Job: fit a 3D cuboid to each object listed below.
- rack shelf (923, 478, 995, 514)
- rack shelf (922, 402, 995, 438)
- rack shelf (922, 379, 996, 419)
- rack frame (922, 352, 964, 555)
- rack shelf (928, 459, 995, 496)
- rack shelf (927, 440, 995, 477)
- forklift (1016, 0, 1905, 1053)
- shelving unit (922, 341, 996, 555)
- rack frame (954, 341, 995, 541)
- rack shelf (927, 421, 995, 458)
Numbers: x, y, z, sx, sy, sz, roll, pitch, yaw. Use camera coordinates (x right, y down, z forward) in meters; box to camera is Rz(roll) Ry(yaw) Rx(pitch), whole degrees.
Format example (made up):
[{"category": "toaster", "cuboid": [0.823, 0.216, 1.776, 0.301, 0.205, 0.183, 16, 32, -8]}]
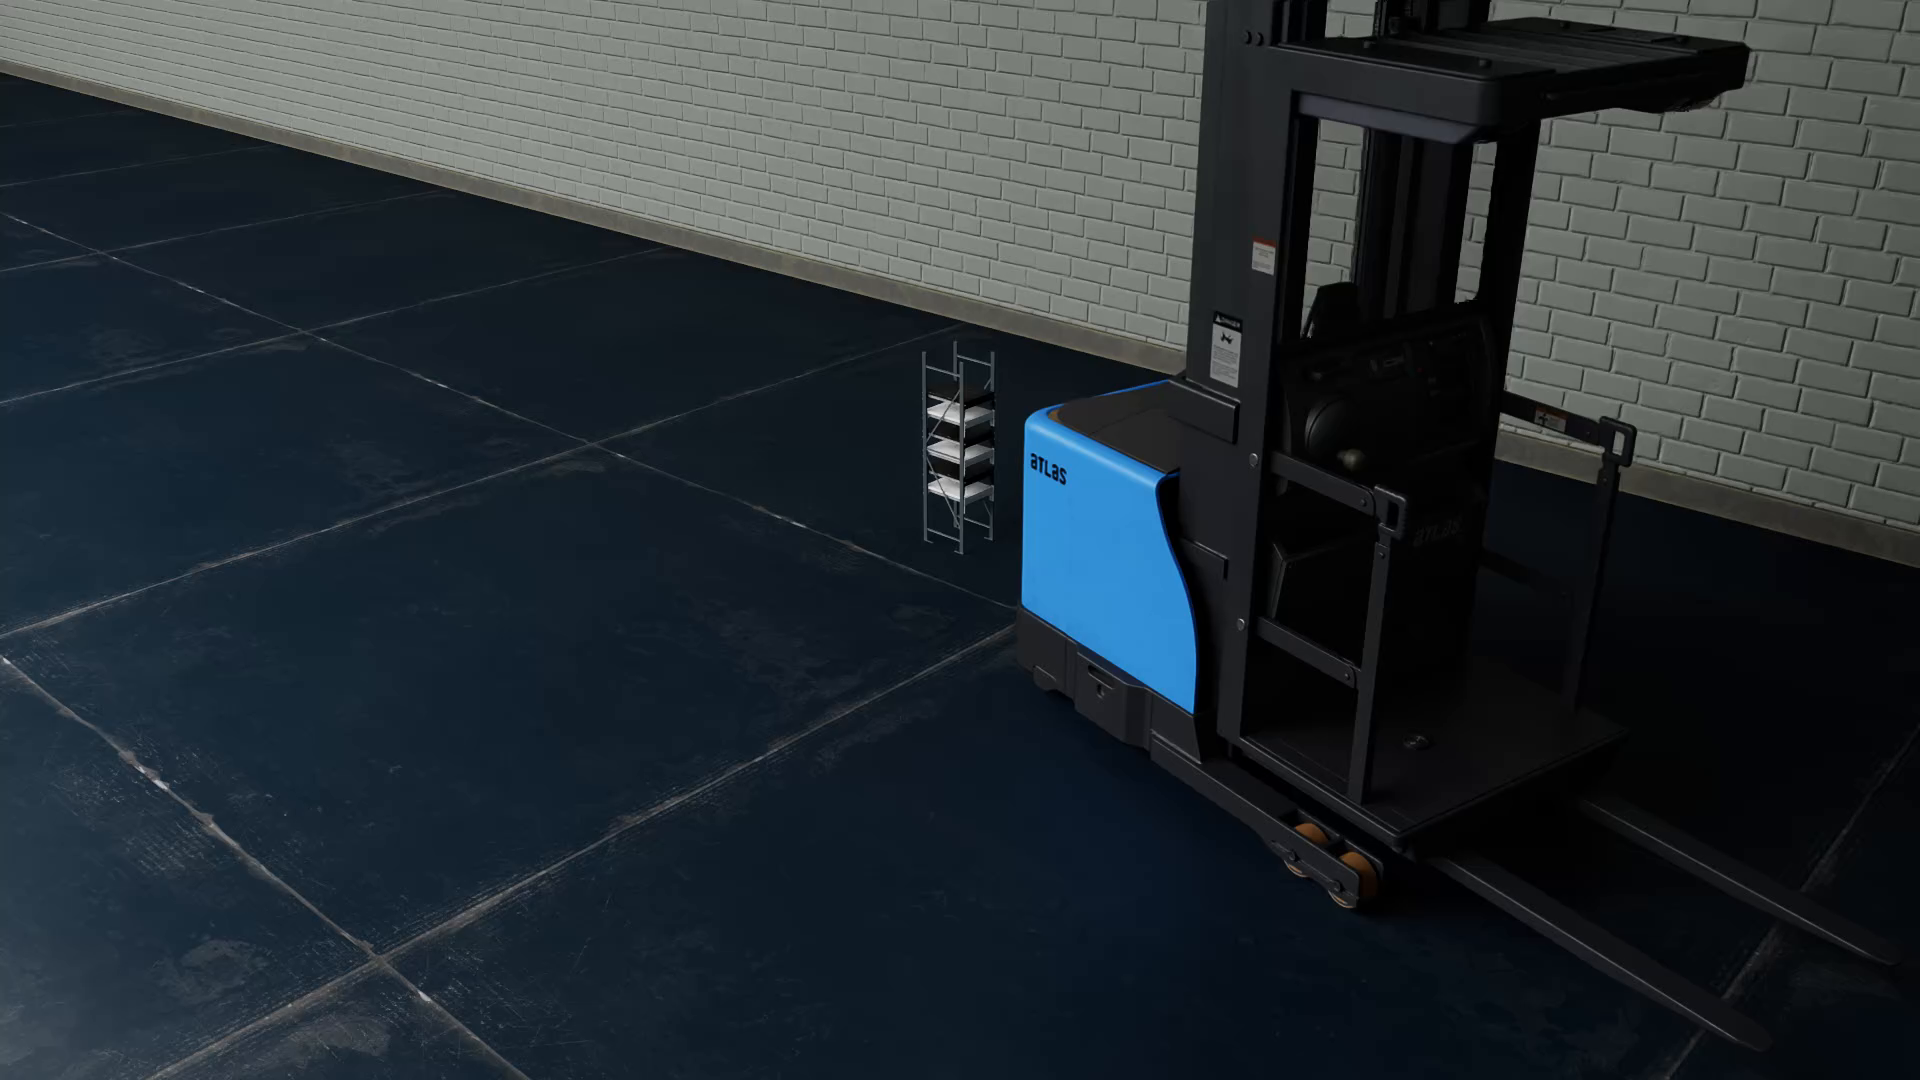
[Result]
[{"category": "rack shelf", "cuboid": [-0.005, -0.213, 7.510, 0.258, 0.077, 0.200, 20, 31, 38]}, {"category": "rack shelf", "cuboid": [-0.005, -0.542, 7.362, 0.258, 0.077, 0.200, 20, 31, 38]}, {"category": "rack shelf", "cuboid": [-0.005, -0.624, 7.326, 0.258, 0.077, 0.200, 20, 31, 38]}, {"category": "rack frame", "cuboid": [-0.073, -0.377, 7.353, 0.240, 0.900, 0.006, 20, 31, 38]}, {"category": "rack shelf", "cuboid": [-0.005, -0.296, 7.473, 0.258, 0.077, 0.200, 20, 31, 38]}, {"category": "rack shelf", "cuboid": [-0.005, -0.378, 7.436, 0.258, 0.077, 0.200, 20, 31, 38]}, {"category": "forklift", "cuboid": [1.456, -0.433, 4.995, 1.130, 2.935, 3.031, -15, 28, -31]}, {"category": "shelving unit", "cuboid": [-0.005, -0.408, 7.422, 0.258, 0.900, 0.210, 20, 31, 38]}, {"category": "rack frame", "cuboid": [0.062, -0.439, 7.492, 0.240, 0.900, 0.006, 20, 31, 38]}, {"category": "rack shelf", "cuboid": [-0.005, -0.460, 7.399, 0.258, 0.077, 0.200, 20, 31, 38]}]
